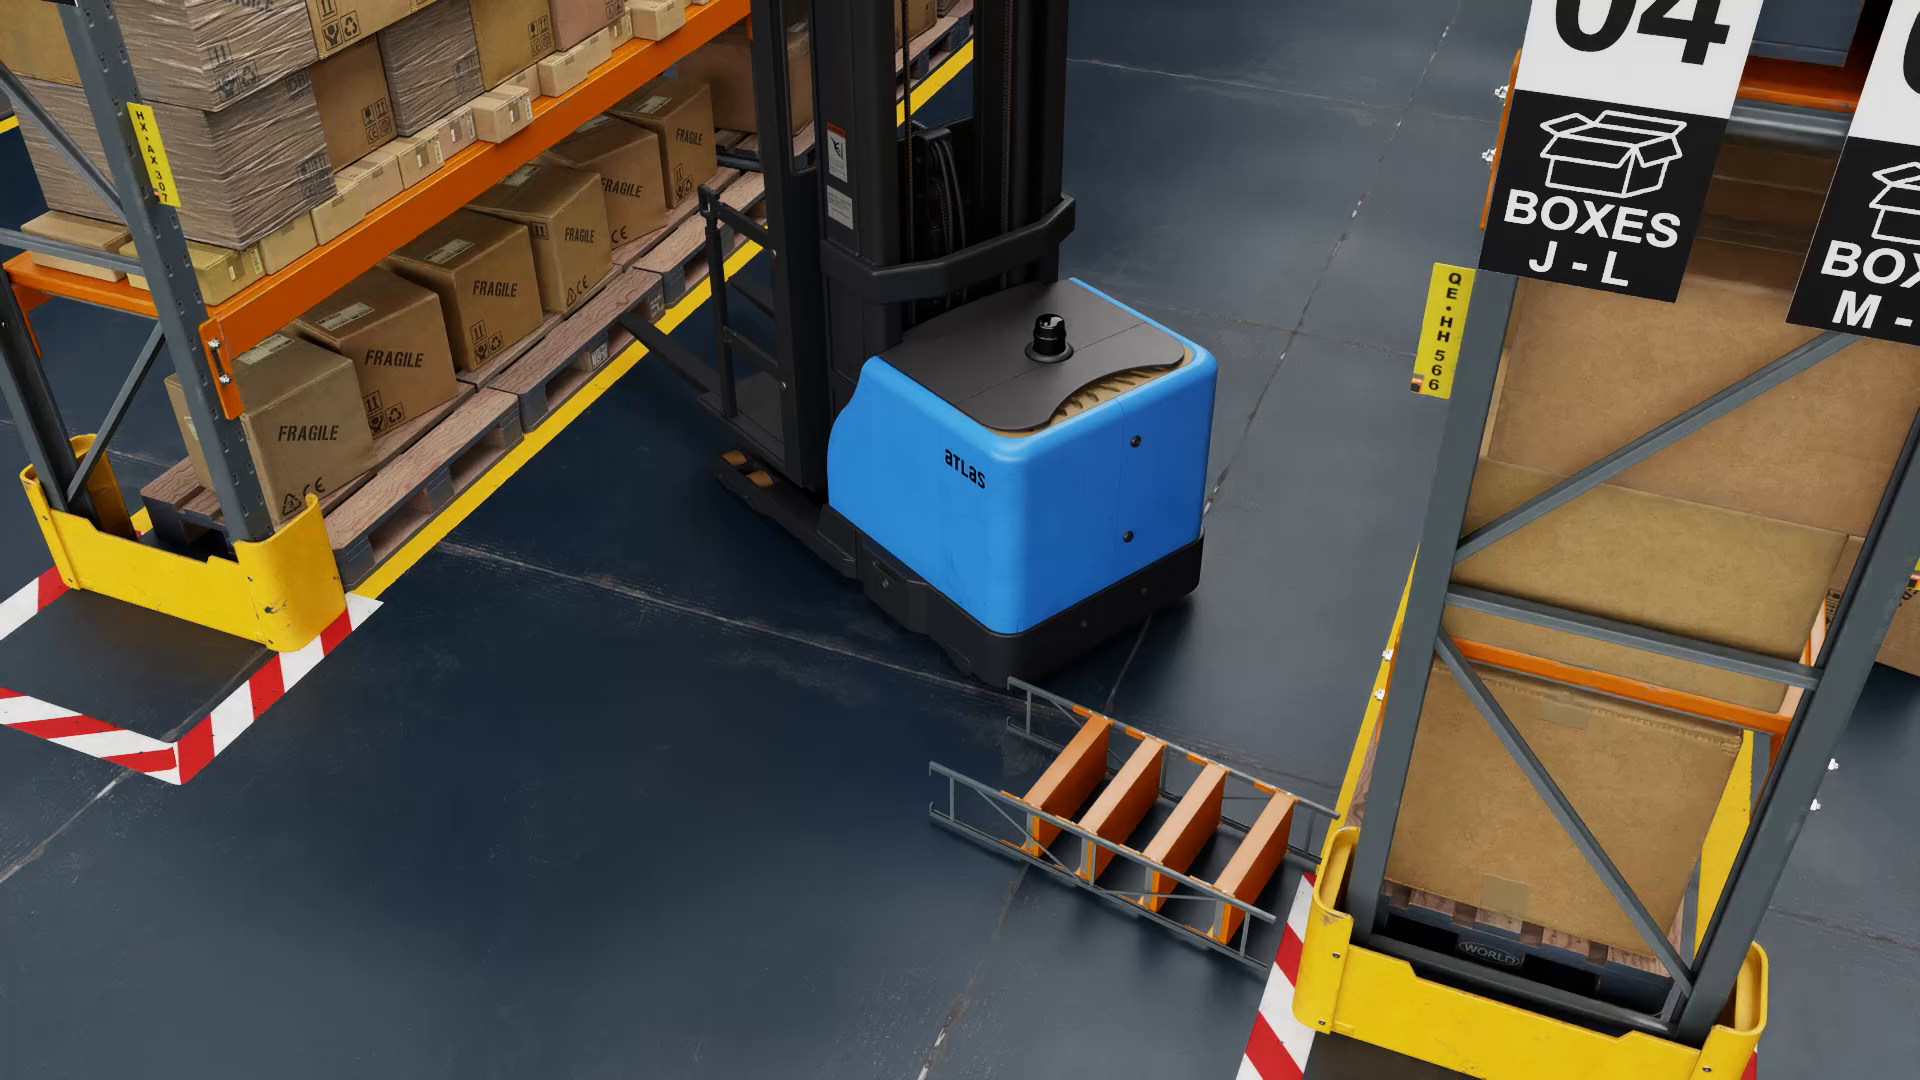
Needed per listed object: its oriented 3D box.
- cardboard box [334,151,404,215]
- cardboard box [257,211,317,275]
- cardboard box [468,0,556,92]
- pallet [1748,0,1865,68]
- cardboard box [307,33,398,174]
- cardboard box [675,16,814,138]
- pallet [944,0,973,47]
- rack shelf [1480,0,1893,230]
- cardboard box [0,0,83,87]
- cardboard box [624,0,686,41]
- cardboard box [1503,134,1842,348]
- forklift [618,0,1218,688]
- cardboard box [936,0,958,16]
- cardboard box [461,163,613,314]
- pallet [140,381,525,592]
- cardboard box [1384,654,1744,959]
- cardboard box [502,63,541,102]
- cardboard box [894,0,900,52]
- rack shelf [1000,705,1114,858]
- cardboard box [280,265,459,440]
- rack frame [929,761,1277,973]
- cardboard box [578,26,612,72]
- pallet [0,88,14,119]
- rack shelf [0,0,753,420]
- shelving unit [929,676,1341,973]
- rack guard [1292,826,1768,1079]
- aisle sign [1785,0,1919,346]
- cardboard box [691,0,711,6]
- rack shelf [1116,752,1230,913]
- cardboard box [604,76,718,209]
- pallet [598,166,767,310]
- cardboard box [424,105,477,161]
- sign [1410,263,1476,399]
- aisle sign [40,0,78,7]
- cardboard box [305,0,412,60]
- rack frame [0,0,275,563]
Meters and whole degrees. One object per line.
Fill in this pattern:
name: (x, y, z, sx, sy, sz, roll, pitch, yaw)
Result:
cardboard box: (-2.348, -1.371, 6.289, 0.380, 0.149, 0.250, 14, 39, 18)
cardboard box: (-2.533, -1.093, 5.917, 0.380, 0.149, 0.250, 14, 39, 18)
cardboard box: (-2.230, -2.259, 6.935, 0.875, 0.500, 0.500, 14, 39, 18)
pallet: (1.846, -1.349, 3.618, 1.003, 0.211, 1.213, 14, 39, 18)
cardboard box: (-2.661, -1.718, 6.211, 0.875, 0.500, 0.500, 14, 39, 18)
cardboard box: (-1.200, -2.681, 9.552, 0.700, 0.500, 0.500, 11, 38, 14)
pallet: (-0.230, -3.836, 11.706, 1.003, 0.211, 1.213, 14, 39, 18)
rack shelf: (2.334, -1.791, 4.736, 1.077, 0.370, 4.000, 14, 39, 18)
cardboard box: (-2.994, -1.877, 5.588, 0.500, 0.500, 0.500, 14, 39, 18)
cardboard box: (-1.510, -2.459, 7.745, 0.380, 0.149, 0.250, 14, 39, 18)
cardboard box: (1.874, -0.785, 4.268, 0.875, 0.550, 0.550, 14, 39, 18)
forklift: (-0.392, -1.465, 6.261, 1.130, 2.935, 3.031, -26, 44, -30)
cardboard box: (-0.367, -3.875, 11.149, 0.700, 0.500, 0.500, 11, 38, 14)
cardboard box: (-2.017, -1.445, 7.915, 0.500, 0.500, 0.500, 11, 38, 14)
pallet: (-2.604, -0.323, 7.006, 1.003, 0.211, 1.213, 14, 39, 18)
cardboard box: (1.770, 0.522, 4.970, 0.875, 0.875, 0.875, 14, 39, 18)
cardboard box: (-2.013, -1.936, 7.045, 0.380, 0.149, 0.250, 14, 39, 18)
cardboard box: (-0.788, -3.250, 10.314, 0.700, 0.500, 0.500, 11, 38, 14)
rack shelf: (0.318, 0.794, 5.441, 0.148, 0.258, 0.480, 21, 42, 25)
cardboard box: (-2.526, -0.804, 7.057, 0.500, 0.500, 0.500, 25, 43, 29)
rack frame: (0.411, 1.003, 5.162, 1.200, 0.240, 0.015, 21, 42, 25)
cardboard box: (-1.785, -2.203, 7.402, 0.380, 0.149, 0.250, 14, 39, 18)
pallet: (-6.328, -2.820, 10.346, 1.003, 0.211, 1.213, 14, 39, 18)
rack shelf: (-2.214, -1.775, 7.221, 1.077, 0.370, 4.000, 14, 39, 18)
shelving unit: (0.542, 0.880, 5.327, 1.200, 0.258, 0.503, 21, 42, 25)
rack guard: (1.564, 1.244, 4.668, 1.175, 0.500, 0.348, 14, 39, 18)
aisle sign: (1.824, -0.704, 3.015, 0.394, 0.787, 0.004, 14, 39, 18)
cardboard box: (-1.367, -2.748, 8.131, 0.380, 0.149, 0.250, 14, 39, 18)
rack shelf: (0.674, 0.930, 5.260, 0.148, 0.258, 0.480, 21, 42, 25)
cardboard box: (-1.642, -2.125, 8.825, 0.500, 0.500, 0.500, 13, 39, 16)
pallet: (-1.676, -1.674, 8.813, 1.003, 0.211, 1.213, 14, 39, 18)
cardboard box: (-2.177, -1.653, 6.665, 0.380, 0.149, 0.250, 14, 39, 18)
sign: (1.077, -0.460, 3.695, 0.100, 0.325, 0.005, 14, 39, 18)
aisle sign: (-2.721, -1.895, 4.608, 0.394, 0.787, 0.004, 14, 39, 18)
cardboard box: (-2.317, -2.033, 5.798, 0.500, 0.500, 0.500, 14, 39, 18)
rack frame: (-2.975, -0.956, 5.524, 1.000, 3.000, 0.127, 14, 39, 18)
